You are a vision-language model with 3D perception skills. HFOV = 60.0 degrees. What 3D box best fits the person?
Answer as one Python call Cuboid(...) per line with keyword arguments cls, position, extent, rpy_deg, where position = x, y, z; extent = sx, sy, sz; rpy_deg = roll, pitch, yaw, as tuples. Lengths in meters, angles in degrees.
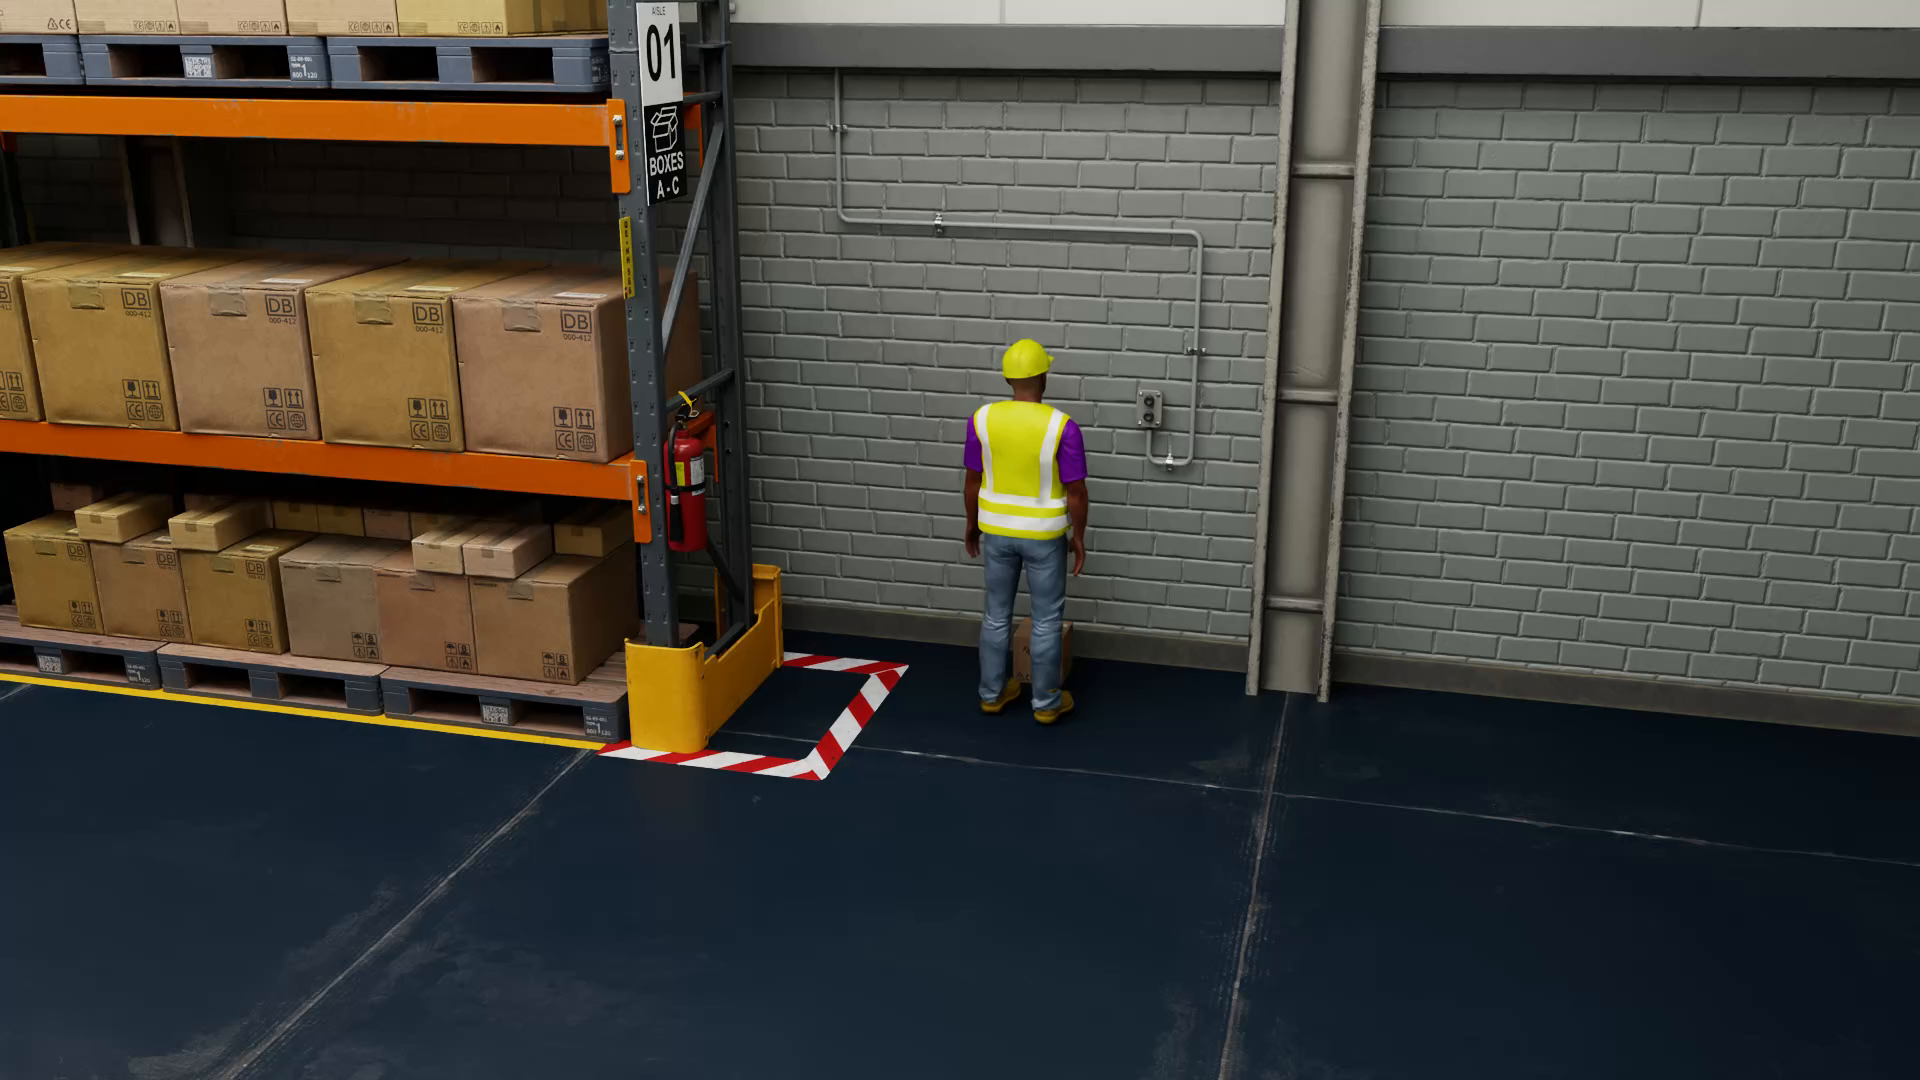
Cuboid(cls="person", position=(0.301, -0.046, 7.572), extent=(0.597, 1.770, 0.384), rpy_deg=(6, 19, 18))
